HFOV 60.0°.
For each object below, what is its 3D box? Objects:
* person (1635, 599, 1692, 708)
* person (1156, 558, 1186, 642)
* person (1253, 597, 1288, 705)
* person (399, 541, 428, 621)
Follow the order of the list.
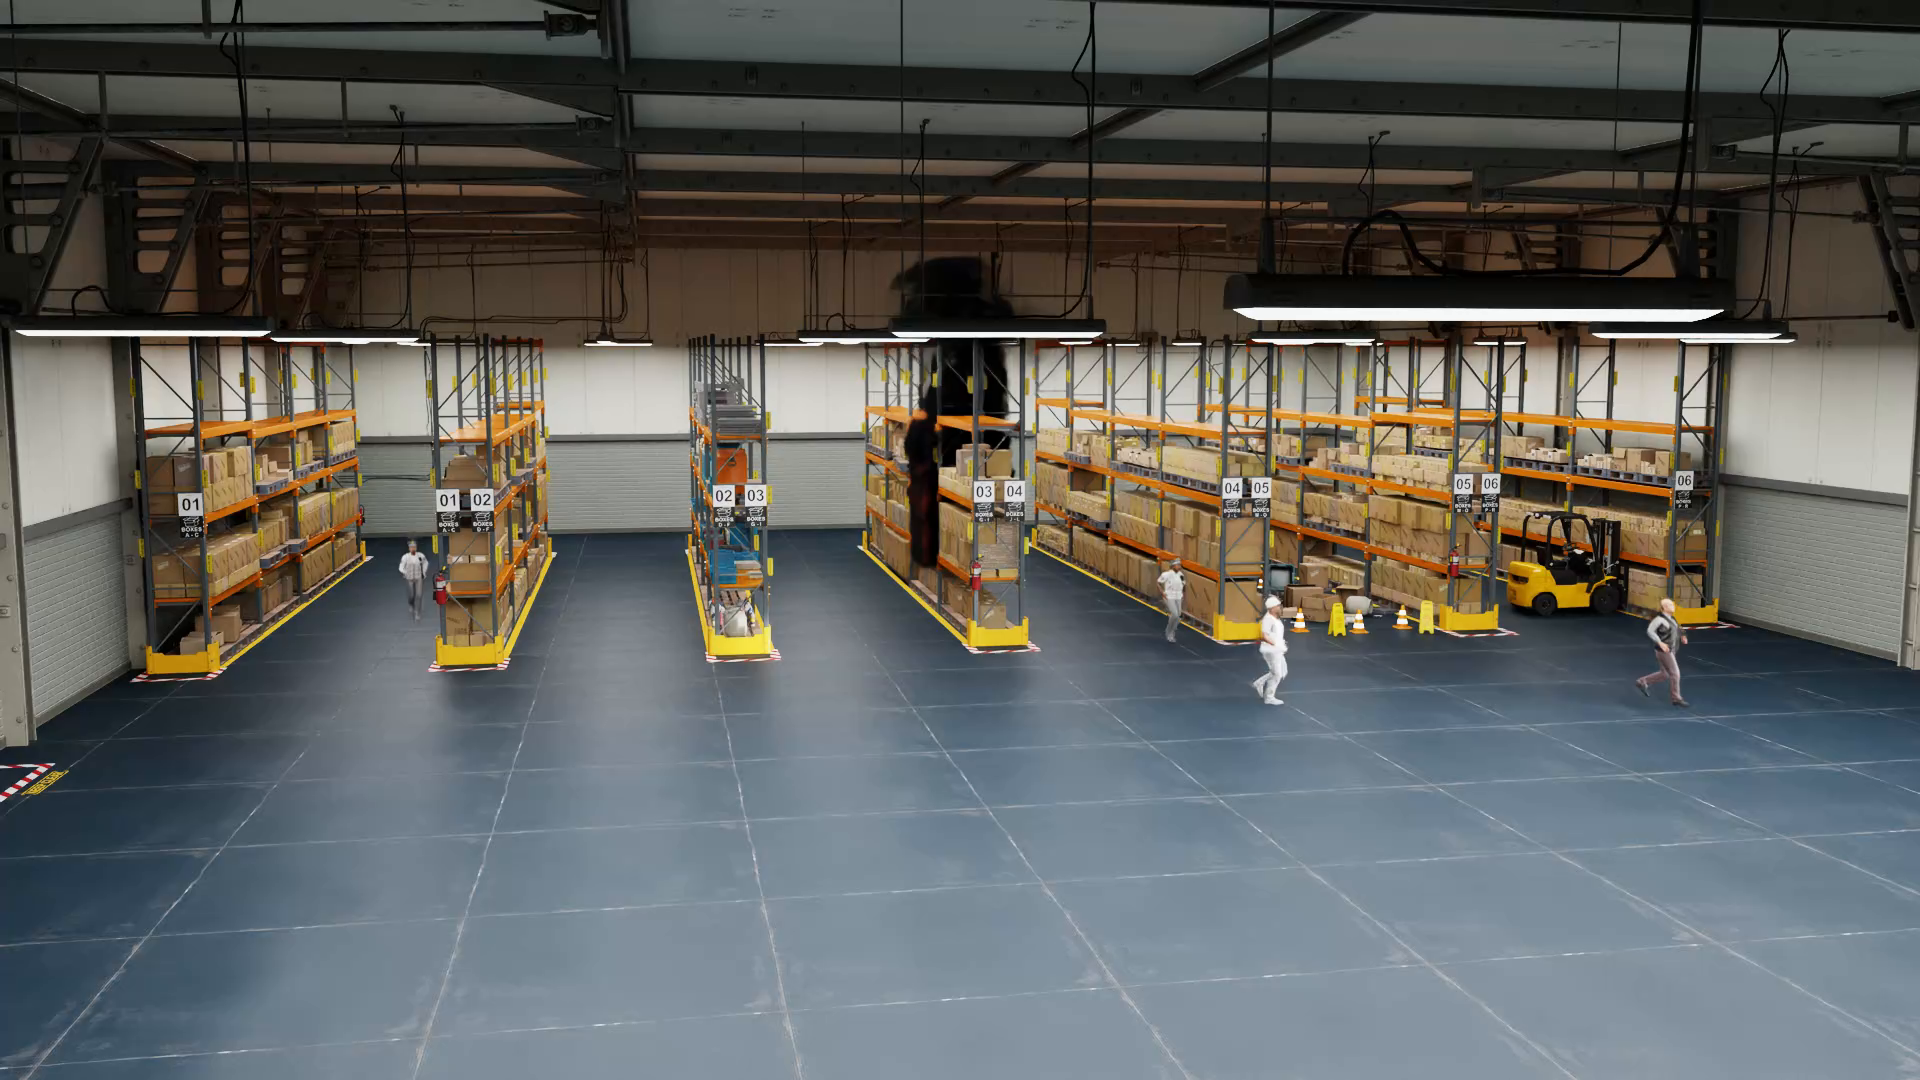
[{"bbox_3d":[11.344,1.798,26.762,0.913,1.709,0.671,5,8,38],"label":"person"},{"bbox_3d":[4.195,1.169,32.555,0.595,1.660,0.589,-3,7,-25],"label":"person"},{"bbox_3d":[5.007,1.787,26.810,0.592,1.741,0.678,3,7,22],"label":"person"},{"bbox_3d":[-11.636,0.831,35.460,0.600,1.681,0.892,-2,7,-20],"label":"person"}]
